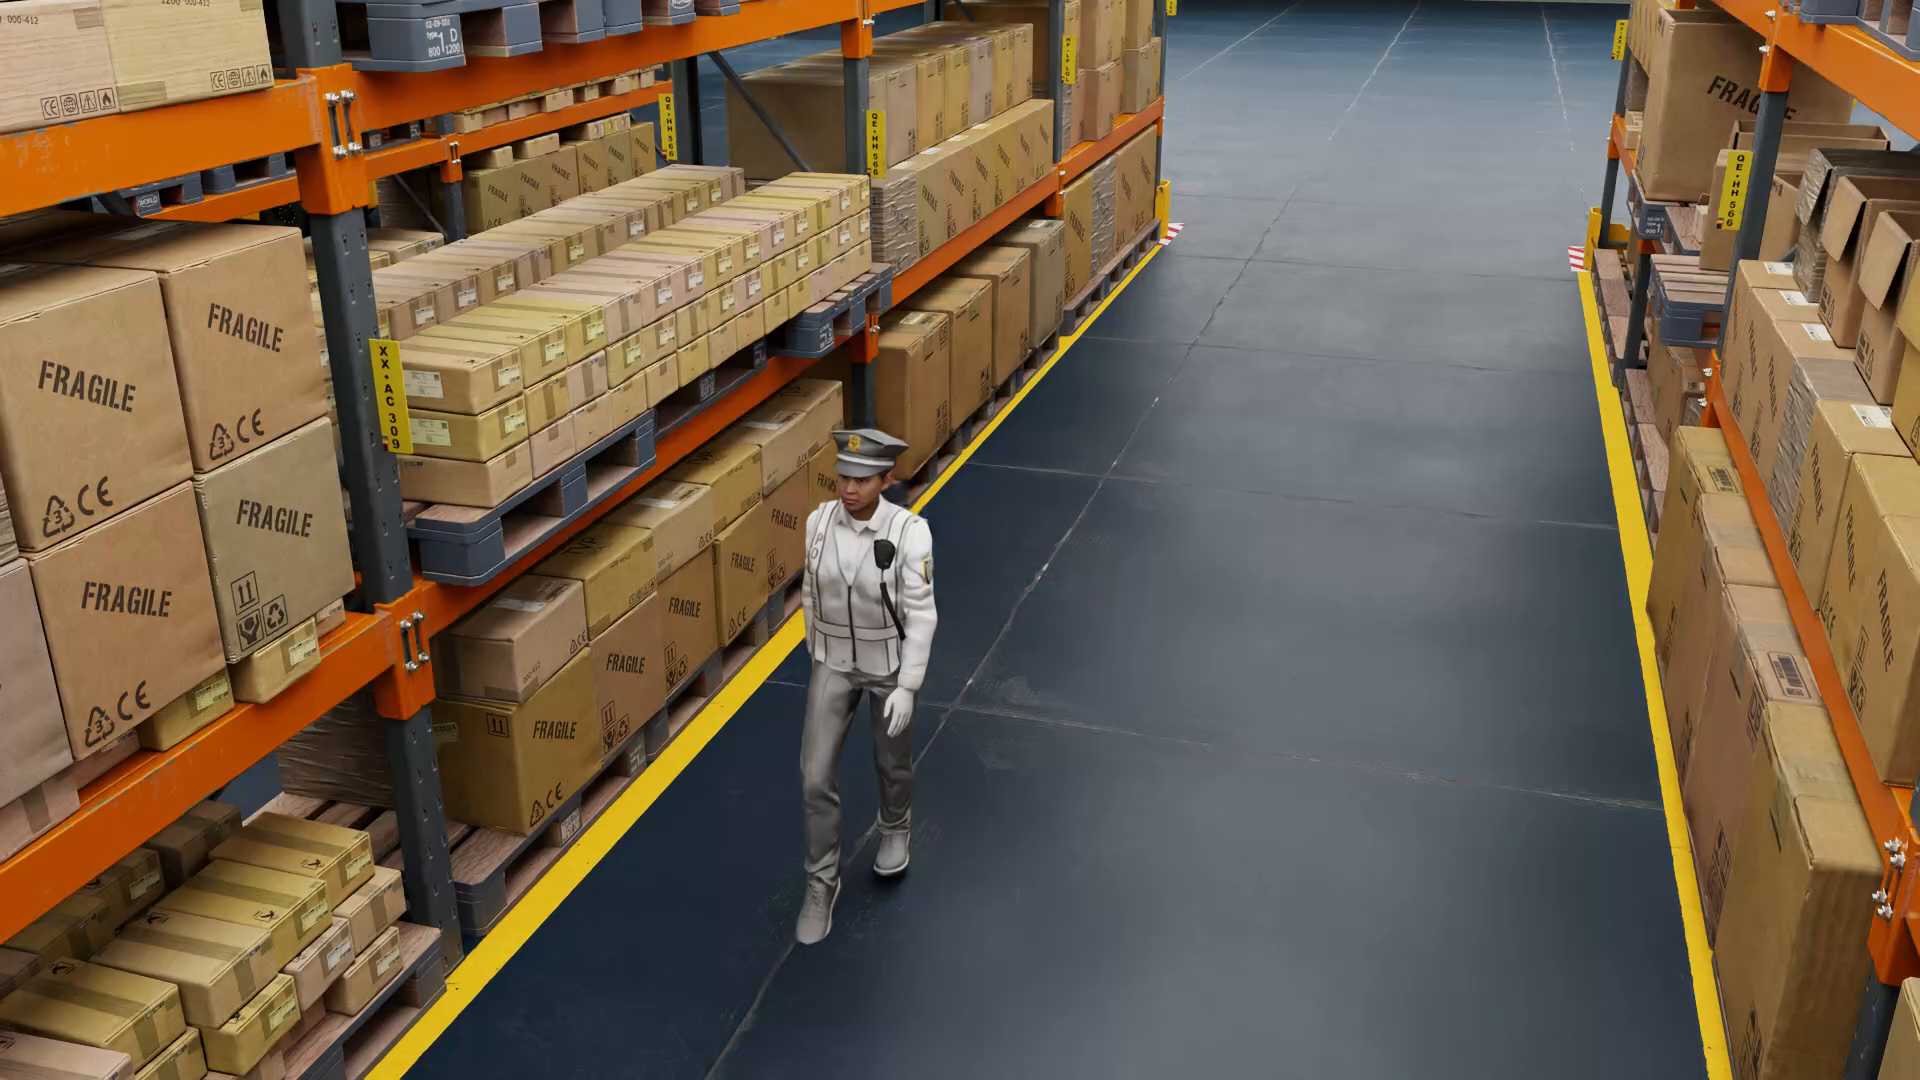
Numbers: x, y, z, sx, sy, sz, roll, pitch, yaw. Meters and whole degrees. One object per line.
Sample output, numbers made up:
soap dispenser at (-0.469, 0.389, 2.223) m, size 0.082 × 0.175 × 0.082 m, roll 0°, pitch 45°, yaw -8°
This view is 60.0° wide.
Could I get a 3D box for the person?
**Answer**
person at (-0.338, 0.480, 5.372) m, size 0.500 × 1.691 × 0.835 m, roll 5°, pitch 23°, yaw 13°
